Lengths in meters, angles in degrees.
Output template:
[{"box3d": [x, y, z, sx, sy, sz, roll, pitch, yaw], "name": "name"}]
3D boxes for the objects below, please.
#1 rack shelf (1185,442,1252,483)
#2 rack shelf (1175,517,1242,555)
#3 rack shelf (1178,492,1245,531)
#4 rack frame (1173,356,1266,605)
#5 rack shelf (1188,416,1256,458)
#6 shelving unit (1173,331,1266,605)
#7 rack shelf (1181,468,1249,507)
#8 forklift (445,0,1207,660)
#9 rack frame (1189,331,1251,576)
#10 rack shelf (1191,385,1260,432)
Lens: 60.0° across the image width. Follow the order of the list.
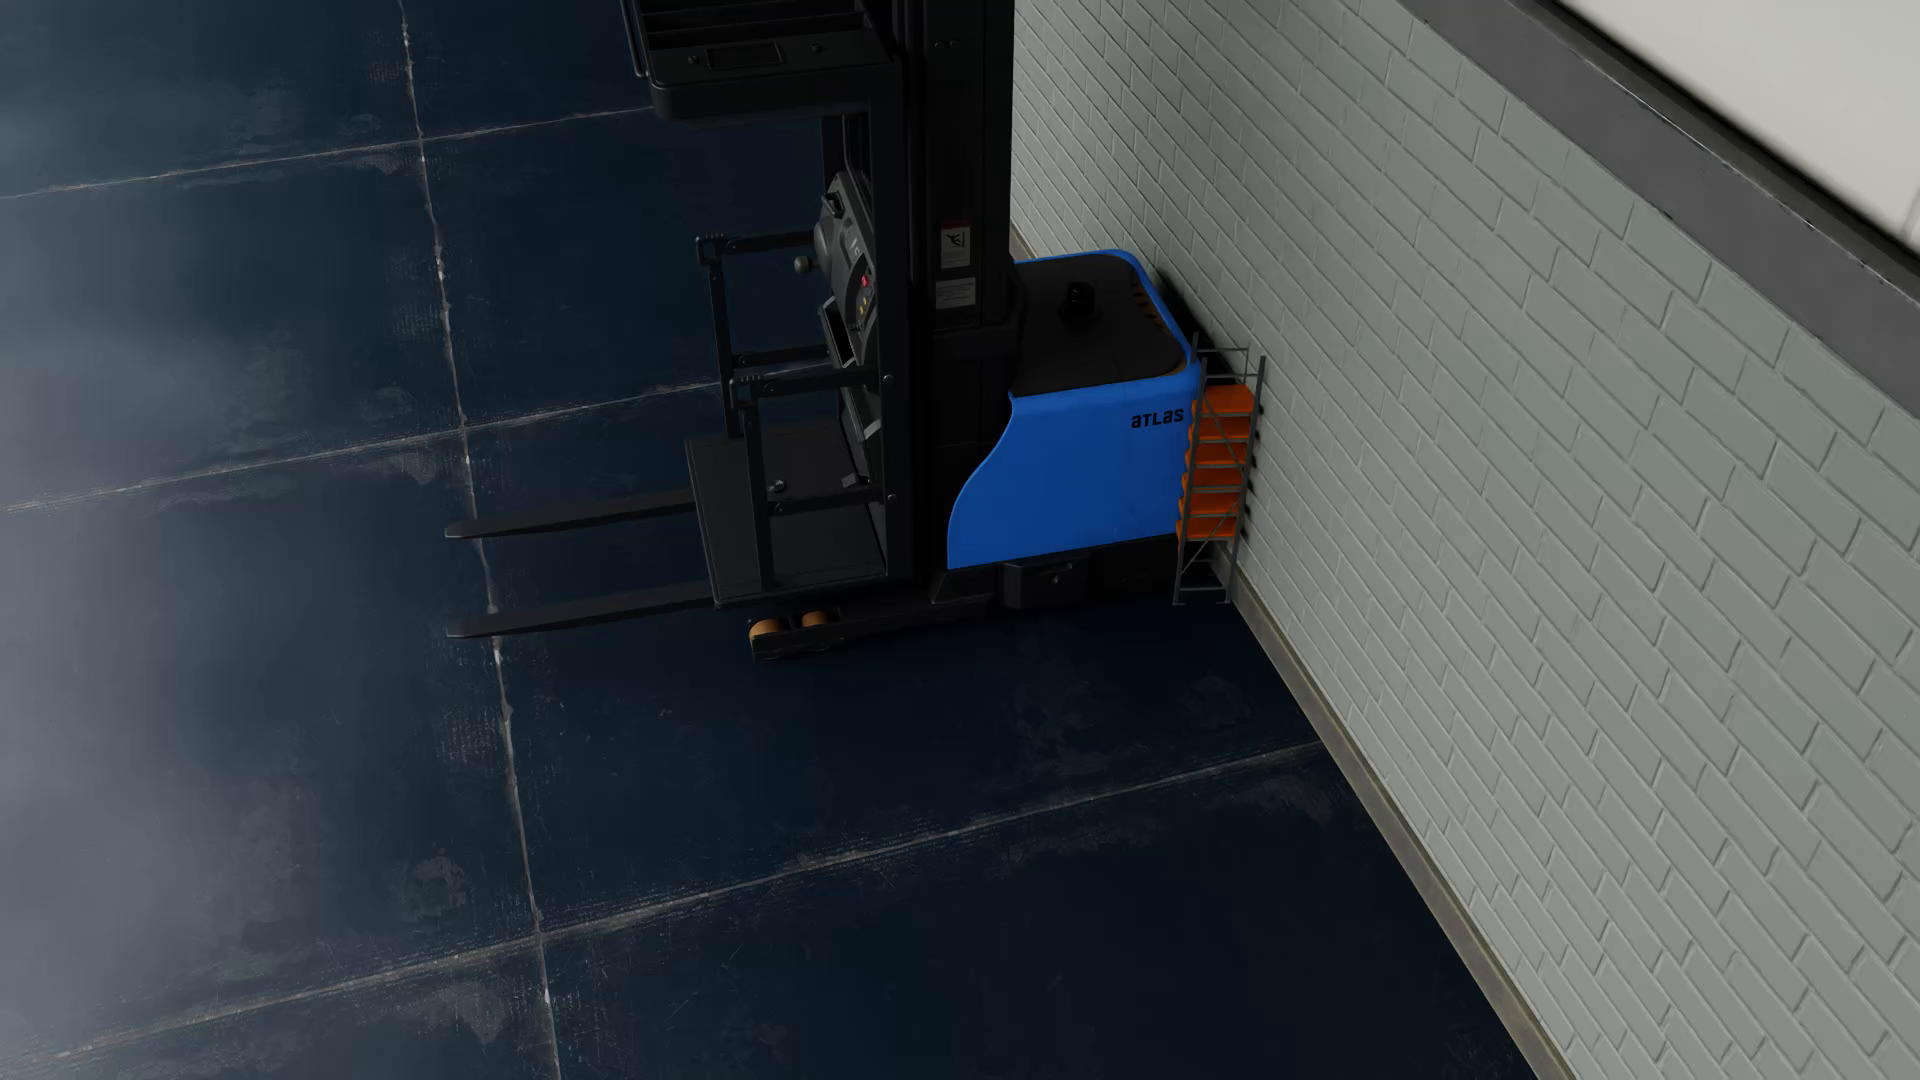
[{"box3d": [1.005, -0.323, 6.564, 0.258, 0.103, 0.180, -2, 38, -3], "name": "rack shelf"}, {"box3d": [1.001, -0.039, 6.786, 0.258, 0.103, 0.180, -2, 38, -3], "name": "rack shelf"}, {"box3d": [1.002, -0.134, 6.712, 0.258, 0.103, 0.180, -2, 38, -3], "name": "rack shelf"}, {"box3d": [1.010, -0.207, 6.539, 0.240, 1.200, 0.006, -2, 38, -3], "name": "rack frame"}, {"box3d": [1.007, -0.418, 6.491, 0.258, 0.103, 0.180, -2, 38, -3], "name": "rack shelf"}, {"box3d": [1.004, -0.264, 6.611, 0.258, 1.200, 0.189, -2, 38, -3], "name": "shelving unit"}, {"box3d": [1.004, -0.229, 6.638, 0.258, 0.103, 0.180, -2, 38, -3], "name": "rack shelf"}, {"box3d": [-0.608, -1.007, 6.175, 3.031, 2.935, 1.130, -9, 42, -10], "name": "forklift"}, {"box3d": [0.998, -0.320, 6.683, 0.240, 1.200, 0.006, -2, 38, -3], "name": "rack frame"}, {"box3d": [1.008, -0.512, 6.417, 0.258, 0.103, 0.180, -2, 38, -3], "name": "rack shelf"}]
